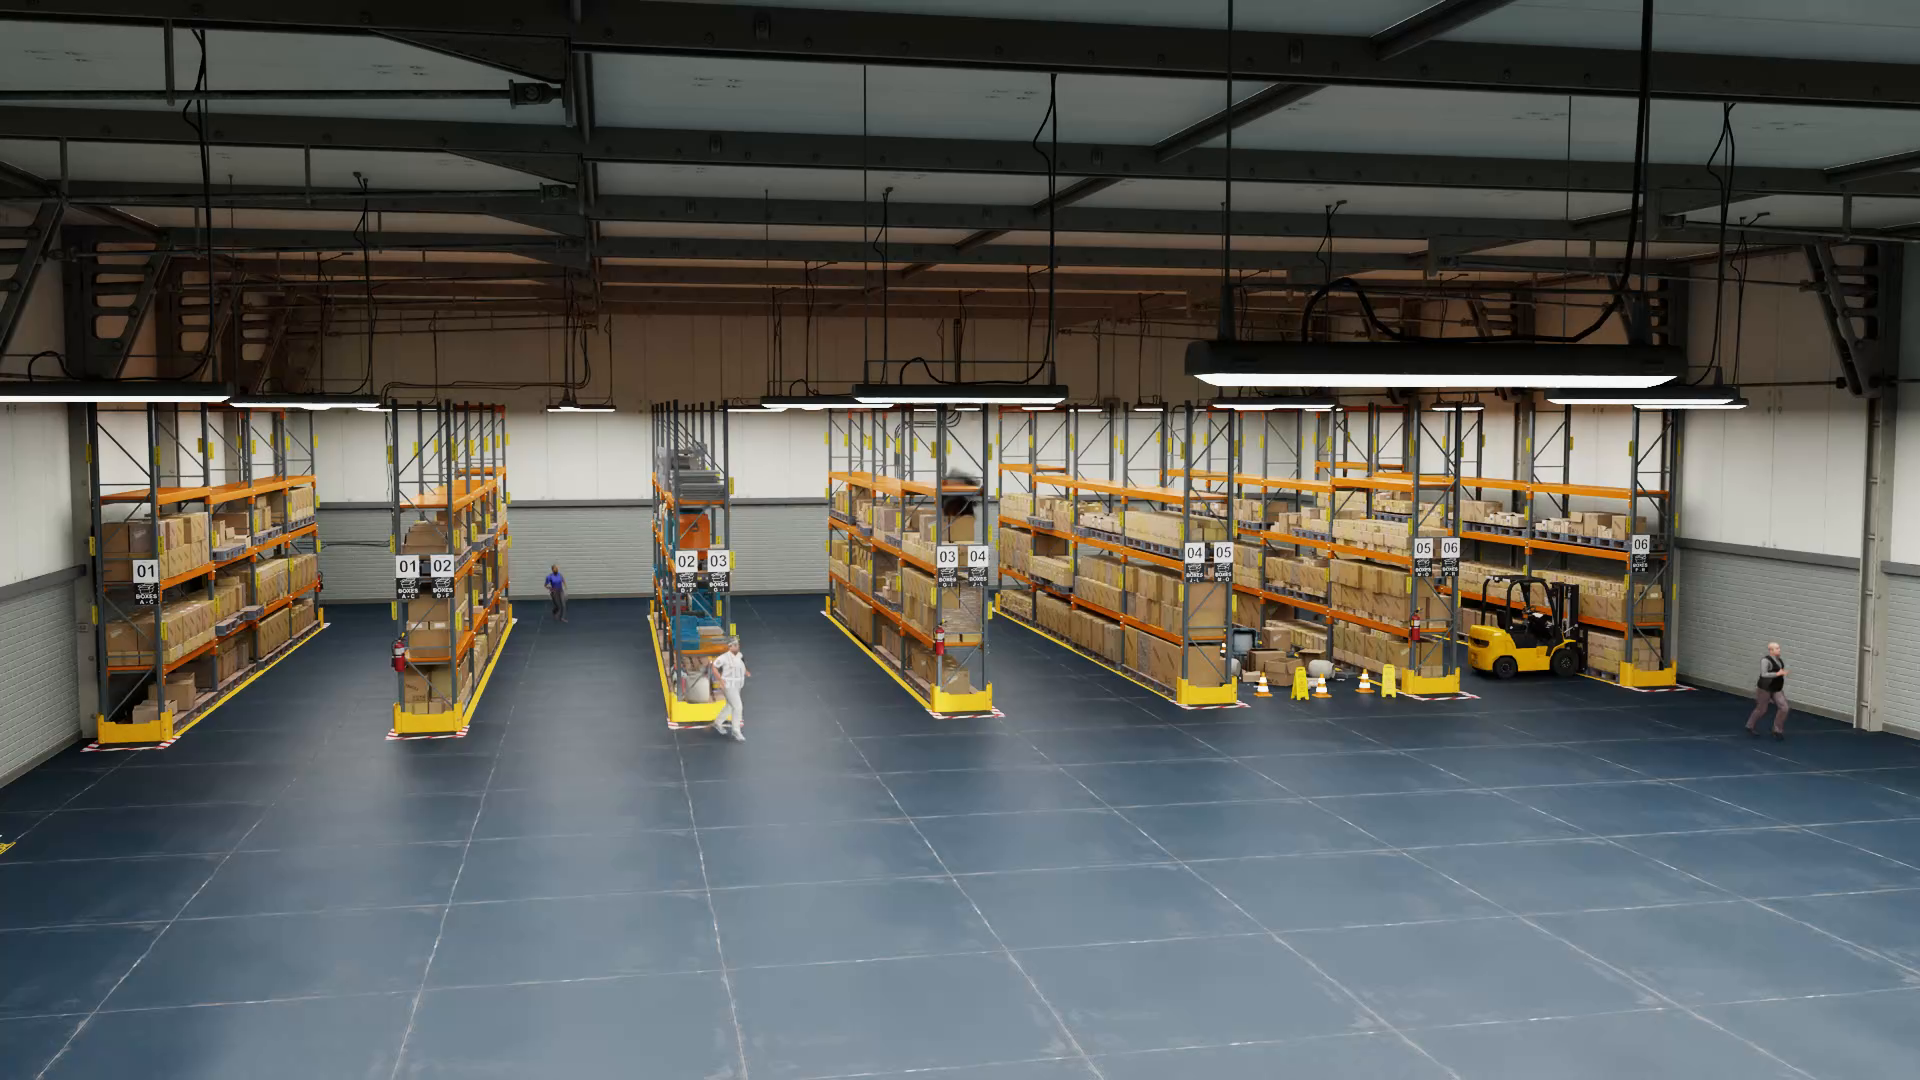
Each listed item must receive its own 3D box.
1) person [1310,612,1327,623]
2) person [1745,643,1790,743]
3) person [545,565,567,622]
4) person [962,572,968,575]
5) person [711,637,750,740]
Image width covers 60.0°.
[{"bbox_3d":[9.822,1.492,45.323,0.579,1.667,0.867,-2,5,-25],"label":"person"},{"bbox_3d":[14.192,2.677,29.185,0.625,1.791,0.830,-2,5,-24],"label":"person"},{"bbox_3d":[-11.130,1.478,45.864,0.600,1.593,0.609,-4,6,-40],"label":"person"},{"bbox_3d":[0.123,1.306,48.426,0.529,1.596,0.666,1,4,15],"label":"person"},{"bbox_3d":[-4.075,2.626,29.488,0.801,1.845,0.649,2,5,27],"label":"person"}]
